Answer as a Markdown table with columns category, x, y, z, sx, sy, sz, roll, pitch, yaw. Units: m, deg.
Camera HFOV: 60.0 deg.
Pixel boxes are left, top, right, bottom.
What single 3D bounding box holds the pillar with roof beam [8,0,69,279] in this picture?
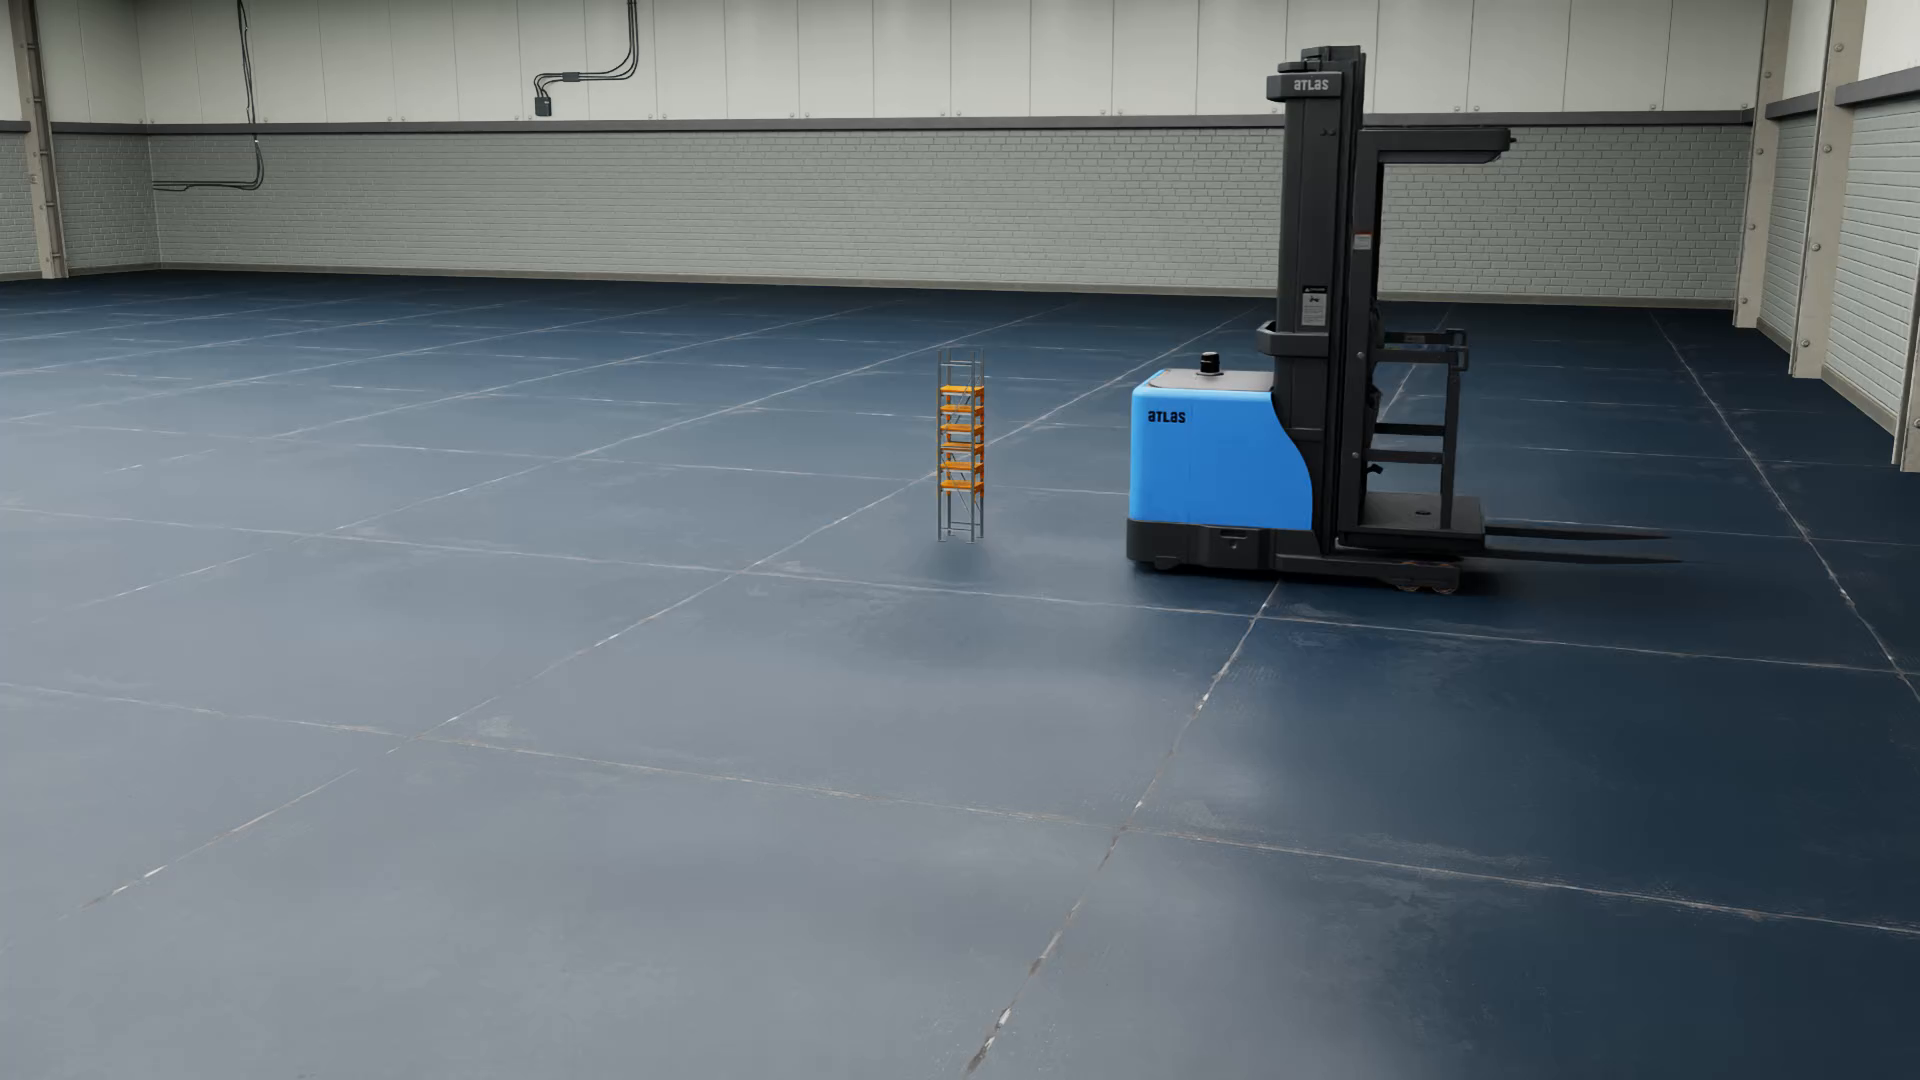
| category | x | y | z | sx | sy | sz | roll | pitch | yaw |
| --- | --- | --- | --- | --- | --- | --- | --- | --- | --- |
| pillar with roof beam | -14.394 | -9.430 | 31.580 | 9.100 | 9.000 | 0.400 | 4 | 14 | 18 |

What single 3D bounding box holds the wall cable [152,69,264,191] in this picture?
| category | x | y | z | sx | sy | sz | roll | pitch | yaw |
| --- | --- | --- | --- | --- | --- | --- | --- | --- | --- |
| wall cable | -16.263 | -8.751 | 35.584 | 3.097 | 2.526 | 0.112 | 4 | 14 | 18 |

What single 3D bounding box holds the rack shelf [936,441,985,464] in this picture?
| category | x | y | z | sx | sy | sz | roll | pitch | yaw |
| --- | --- | --- | --- | --- | --- | --- | --- | --- | --- |
| rack shelf | 0.005 | -0.545 | 10.378 | 0.258 | 0.103 | 0.180 | 4 | 14 | 18 |

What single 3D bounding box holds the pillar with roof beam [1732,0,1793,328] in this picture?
| category | x | y | z | sx | sy | sz | roll | pitch | yaw |
| --- | --- | --- | --- | --- | --- | --- | --- | --- | --- |
| pillar with roof beam | 7.265 | -7.782 | 24.359 | 9.100 | 9.000 | 0.400 | 4 | 14 | 18 |

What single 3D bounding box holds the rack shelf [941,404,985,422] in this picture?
| category | x | y | z | sx | sy | sz | roll | pitch | yaw |
| --- | --- | --- | --- | --- | --- | --- | --- | --- | --- |
| rack shelf | 0.005 | -0.779 | 10.324 | 0.258 | 0.103 | 0.180 | 4 | 14 | 18 |

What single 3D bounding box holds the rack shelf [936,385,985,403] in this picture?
| category | x | y | z | sx | sy | sz | roll | pitch | yaw |
| --- | --- | --- | --- | --- | --- | --- | --- | --- | --- |
| rack shelf | 0.005 | -0.896 | 10.298 | 0.258 | 0.103 | 0.180 | 4 | 14 | 18 |

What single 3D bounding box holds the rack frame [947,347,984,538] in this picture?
| category | x | y | z | sx | sy | sz | roll | pitch | yaw |
| --- | --- | --- | --- | --- | --- | --- | --- | --- | --- |
| rack frame | 0.034 | -0.607 | 10.452 | 0.240 | 1.200 | 0.006 | 4 | 14 | 18 |

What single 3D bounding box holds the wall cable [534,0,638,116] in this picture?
| category | x | y | z | sx | sy | sz | roll | pitch | yaw |
| --- | --- | --- | --- | --- | --- | --- | --- | --- | --- |
| wall cable | -7.285 | -11.236 | 31.851 | 2.305 | 6.003 | 0.169 | 4 | 14 | 18 |

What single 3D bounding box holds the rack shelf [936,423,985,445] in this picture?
| category | x | y | z | sx | sy | sz | roll | pitch | yaw |
| --- | --- | --- | --- | --- | --- | --- | --- | --- | --- |
| rack shelf | 0.005 | -0.662 | 10.351 | 0.258 | 0.103 | 0.180 | 4 | 14 | 18 |

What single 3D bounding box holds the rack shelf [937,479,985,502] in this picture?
| category | x | y | z | sx | sy | sz | roll | pitch | yaw |
| --- | --- | --- | --- | --- | --- | --- | --- | --- | --- |
| rack shelf | 0.005 | -0.311 | 10.431 | 0.258 | 0.103 | 0.180 | 4 | 14 | 18 |

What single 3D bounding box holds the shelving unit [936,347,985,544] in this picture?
| category | x | y | z | sx | sy | sz | roll | pitch | yaw |
| --- | --- | --- | --- | --- | --- | --- | --- | --- | --- |
| shelving unit | 0.005 | -0.588 | 10.368 | 0.258 | 1.200 | 0.189 | 4 | 14 | 18 |

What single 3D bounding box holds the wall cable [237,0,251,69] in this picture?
| category | x | y | z | sx | sy | sz | roll | pitch | yaw |
| --- | --- | --- | --- | --- | --- | --- | --- | --- | --- |
| wall cable | -13.703 | -11.018 | 34.168 | 3.097 | 2.526 | 0.112 | 4 | 14 | 18 |

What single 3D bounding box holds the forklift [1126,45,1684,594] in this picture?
| category | x | y | z | sx | sy | sz | roll | pitch | yaw |
| --- | --- | --- | --- | --- | --- | --- | --- | --- | --- |
| forklift | 2.546 | -1.261 | 9.427 | 3.031 | 2.935 | 1.130 | 4 | 13 | 15 |

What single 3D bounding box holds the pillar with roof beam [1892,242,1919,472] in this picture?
| category | x | y | z | sx | sy | sz | roll | pitch | yaw |
| --- | --- | --- | --- | --- | --- | --- | --- | --- | --- |
| pillar with roof beam | 3.383 | -5.255 | 13.289 | 9.100 | 9.000 | 0.400 | 4 | 14 | 18 |

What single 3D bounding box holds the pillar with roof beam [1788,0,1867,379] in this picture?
| category | x | y | z | sx | sy | sz | roll | pitch | yaw |
| --- | --- | --- | --- | --- | --- | --- | --- | --- | --- |
| pillar with roof beam | 5.324 | -6.518 | 18.824 | 9.100 | 9.000 | 0.400 | 4 | 14 | 18 |

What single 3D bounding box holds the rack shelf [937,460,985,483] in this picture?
| category | x | y | z | sx | sy | sz | roll | pitch | yaw |
| --- | --- | --- | --- | --- | --- | --- | --- | --- | --- |
| rack shelf | 0.005 | -0.428 | 10.404 | 0.258 | 0.103 | 0.180 | 4 | 14 | 18 |

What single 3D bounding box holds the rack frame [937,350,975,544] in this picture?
| category | x | y | z | sx | sy | sz | roll | pitch | yaw |
| --- | --- | --- | --- | --- | --- | --- | --- | --- | --- |
| rack frame | -0.025 | -0.569 | 10.283 | 0.240 | 1.200 | 0.006 | 4 | 14 | 18 |
